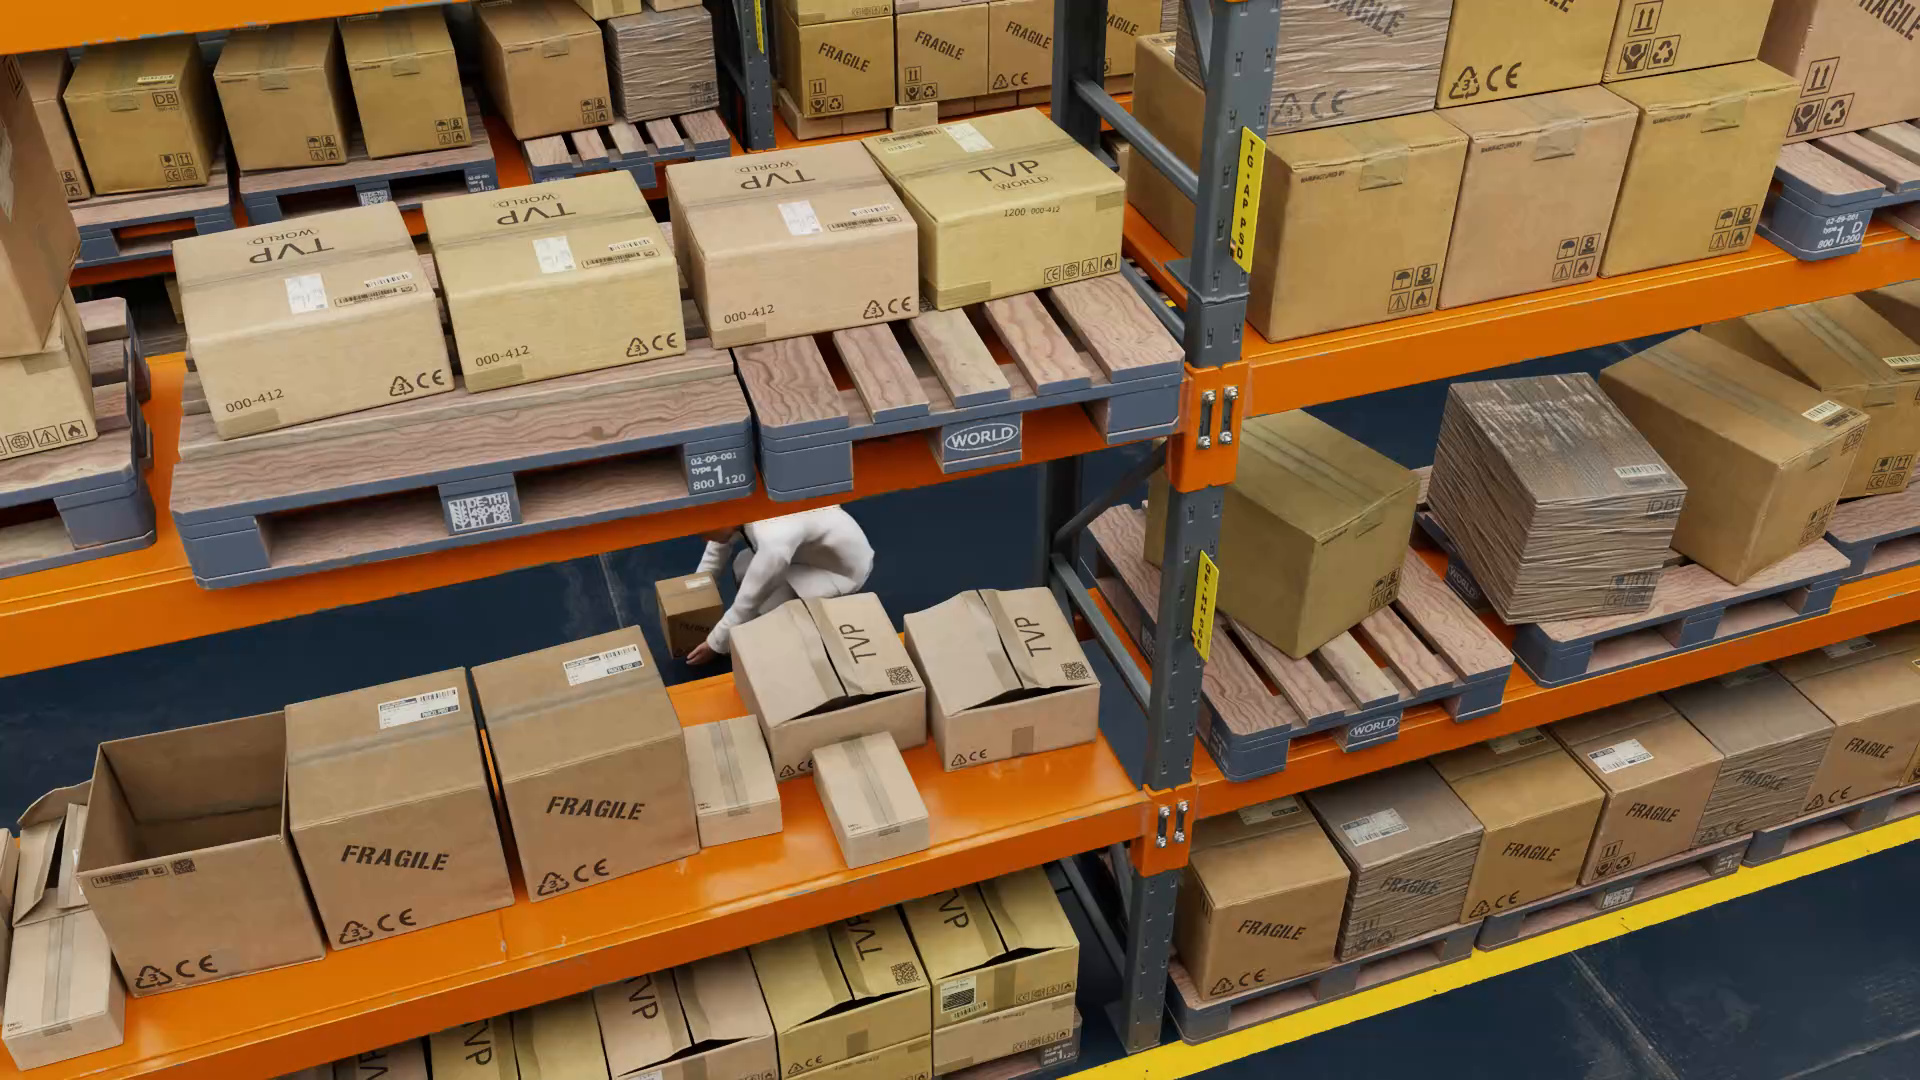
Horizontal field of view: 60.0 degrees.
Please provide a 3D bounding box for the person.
[{"bbox_3d":[-0.821,0.126,7.289,0.916,0.985,0.613,-12,39,-16],"label":"person"}]
